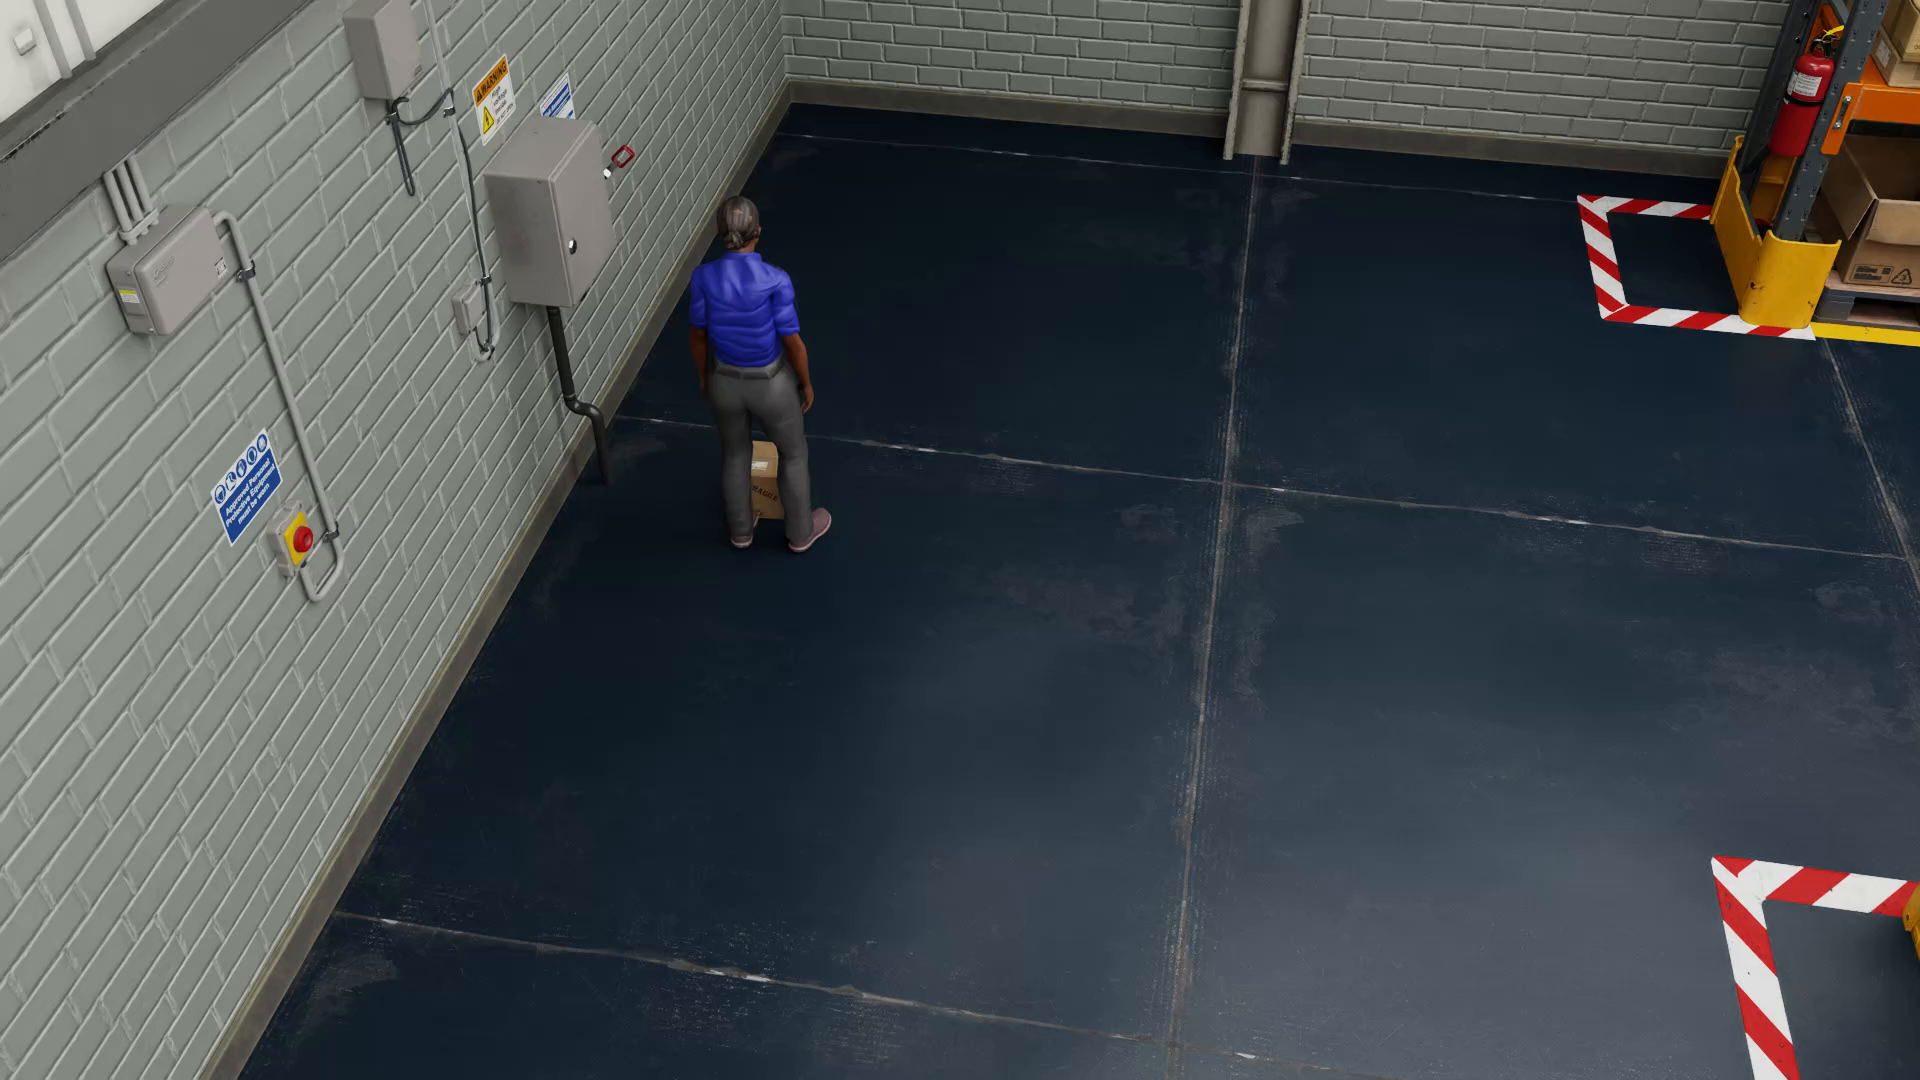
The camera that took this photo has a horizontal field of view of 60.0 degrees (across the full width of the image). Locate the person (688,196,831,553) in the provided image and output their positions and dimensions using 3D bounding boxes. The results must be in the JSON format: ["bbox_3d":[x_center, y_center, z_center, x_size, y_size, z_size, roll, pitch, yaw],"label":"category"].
[{"bbox_3d":[-0.850,-0.653,6.918,0.510,1.655,0.349,6,41,7],"label":"person"}]
